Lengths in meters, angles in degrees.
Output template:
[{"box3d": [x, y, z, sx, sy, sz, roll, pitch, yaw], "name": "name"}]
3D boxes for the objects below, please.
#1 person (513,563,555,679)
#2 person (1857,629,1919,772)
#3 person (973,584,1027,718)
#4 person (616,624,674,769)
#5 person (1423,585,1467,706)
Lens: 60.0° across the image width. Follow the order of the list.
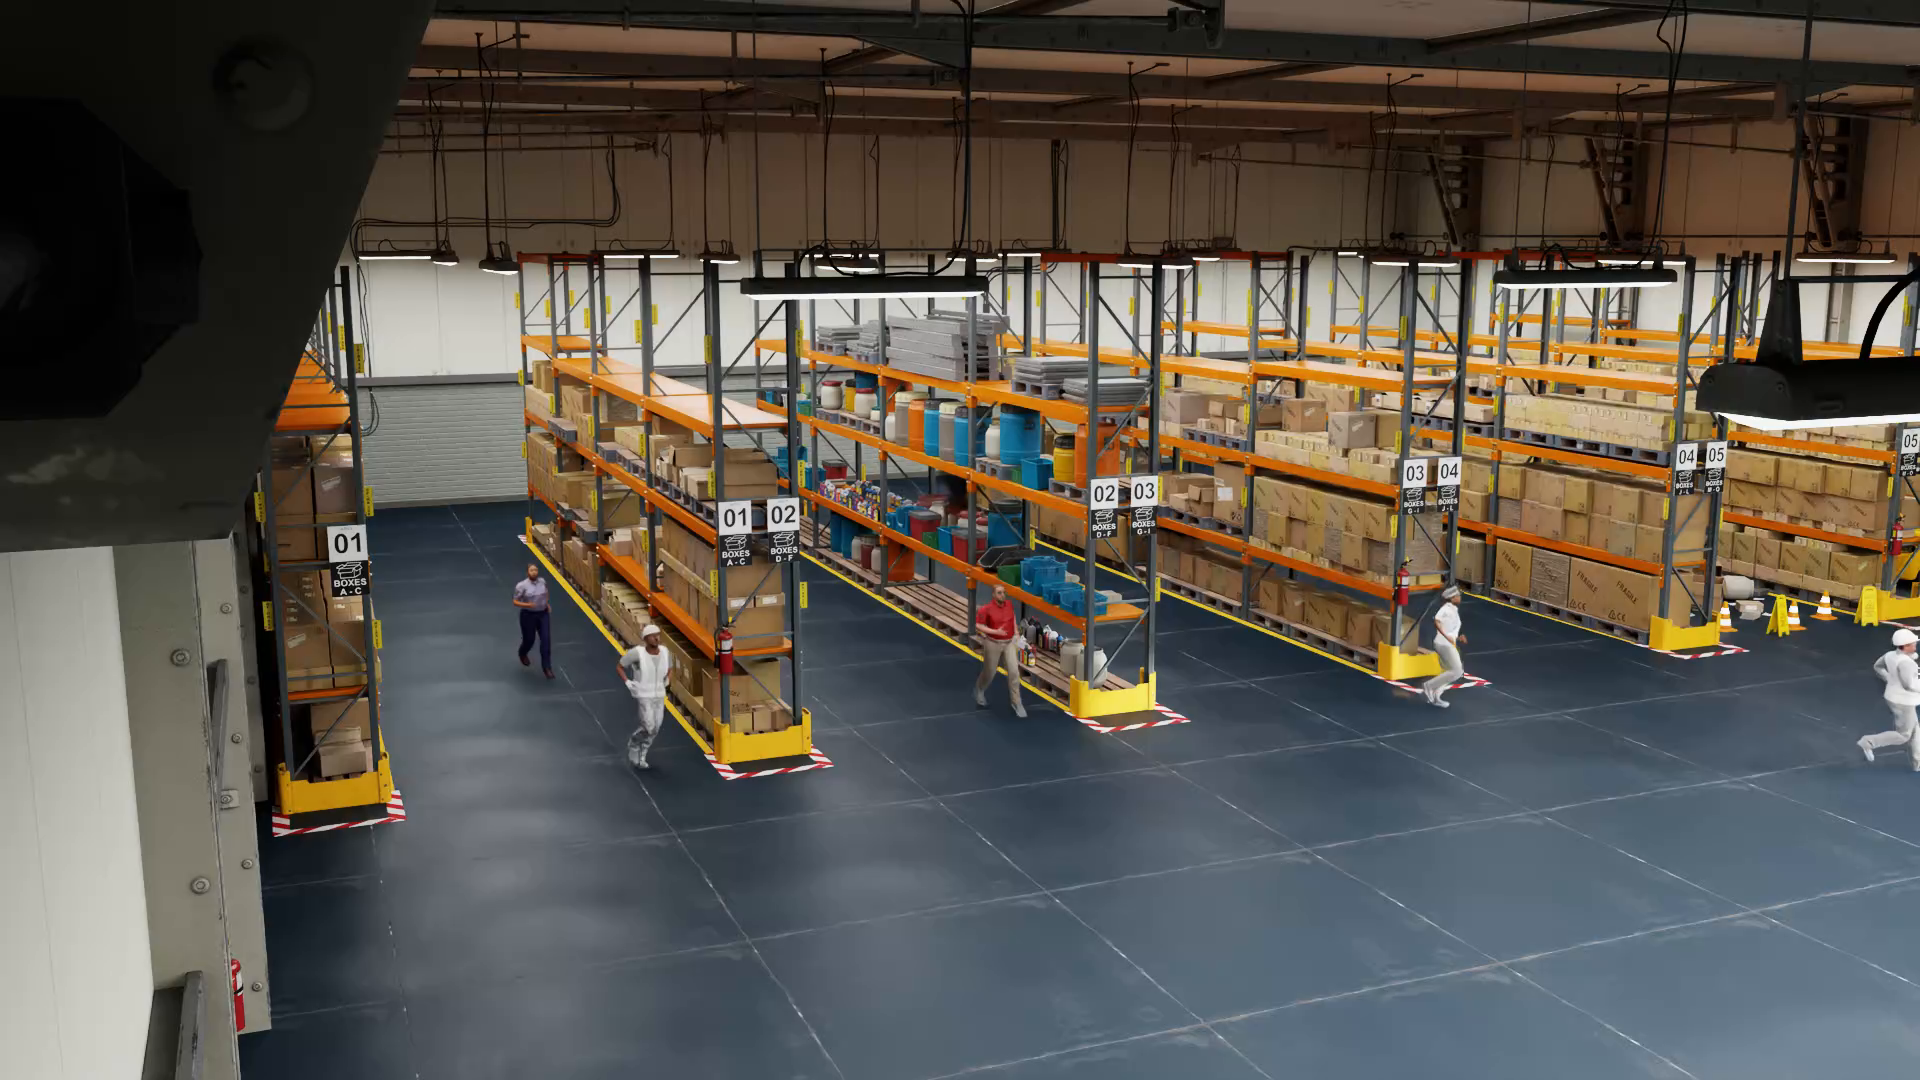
[{"box3d": [-6.186, 1.142, 24.164, 0.606, 1.648, 0.924, -7, 13, -35], "name": "person"}, {"box3d": [11.206, 1.910, 19.756, 0.984, 1.743, 0.677, 2, 11, 10], "name": "person"}, {"box3d": [0.507, 1.443, 22.283, 0.702, 1.759, 0.929, -6, 12, -28], "name": "person"}, {"box3d": [-3.699, 1.877, 19.954, 0.668, 1.750, 0.564, -10, 14, -43], "name": "person"}, {"box3d": [6.639, 1.431, 22.721, 0.547, 1.611, 0.647, 3, 11, 16], "name": "person"}]
